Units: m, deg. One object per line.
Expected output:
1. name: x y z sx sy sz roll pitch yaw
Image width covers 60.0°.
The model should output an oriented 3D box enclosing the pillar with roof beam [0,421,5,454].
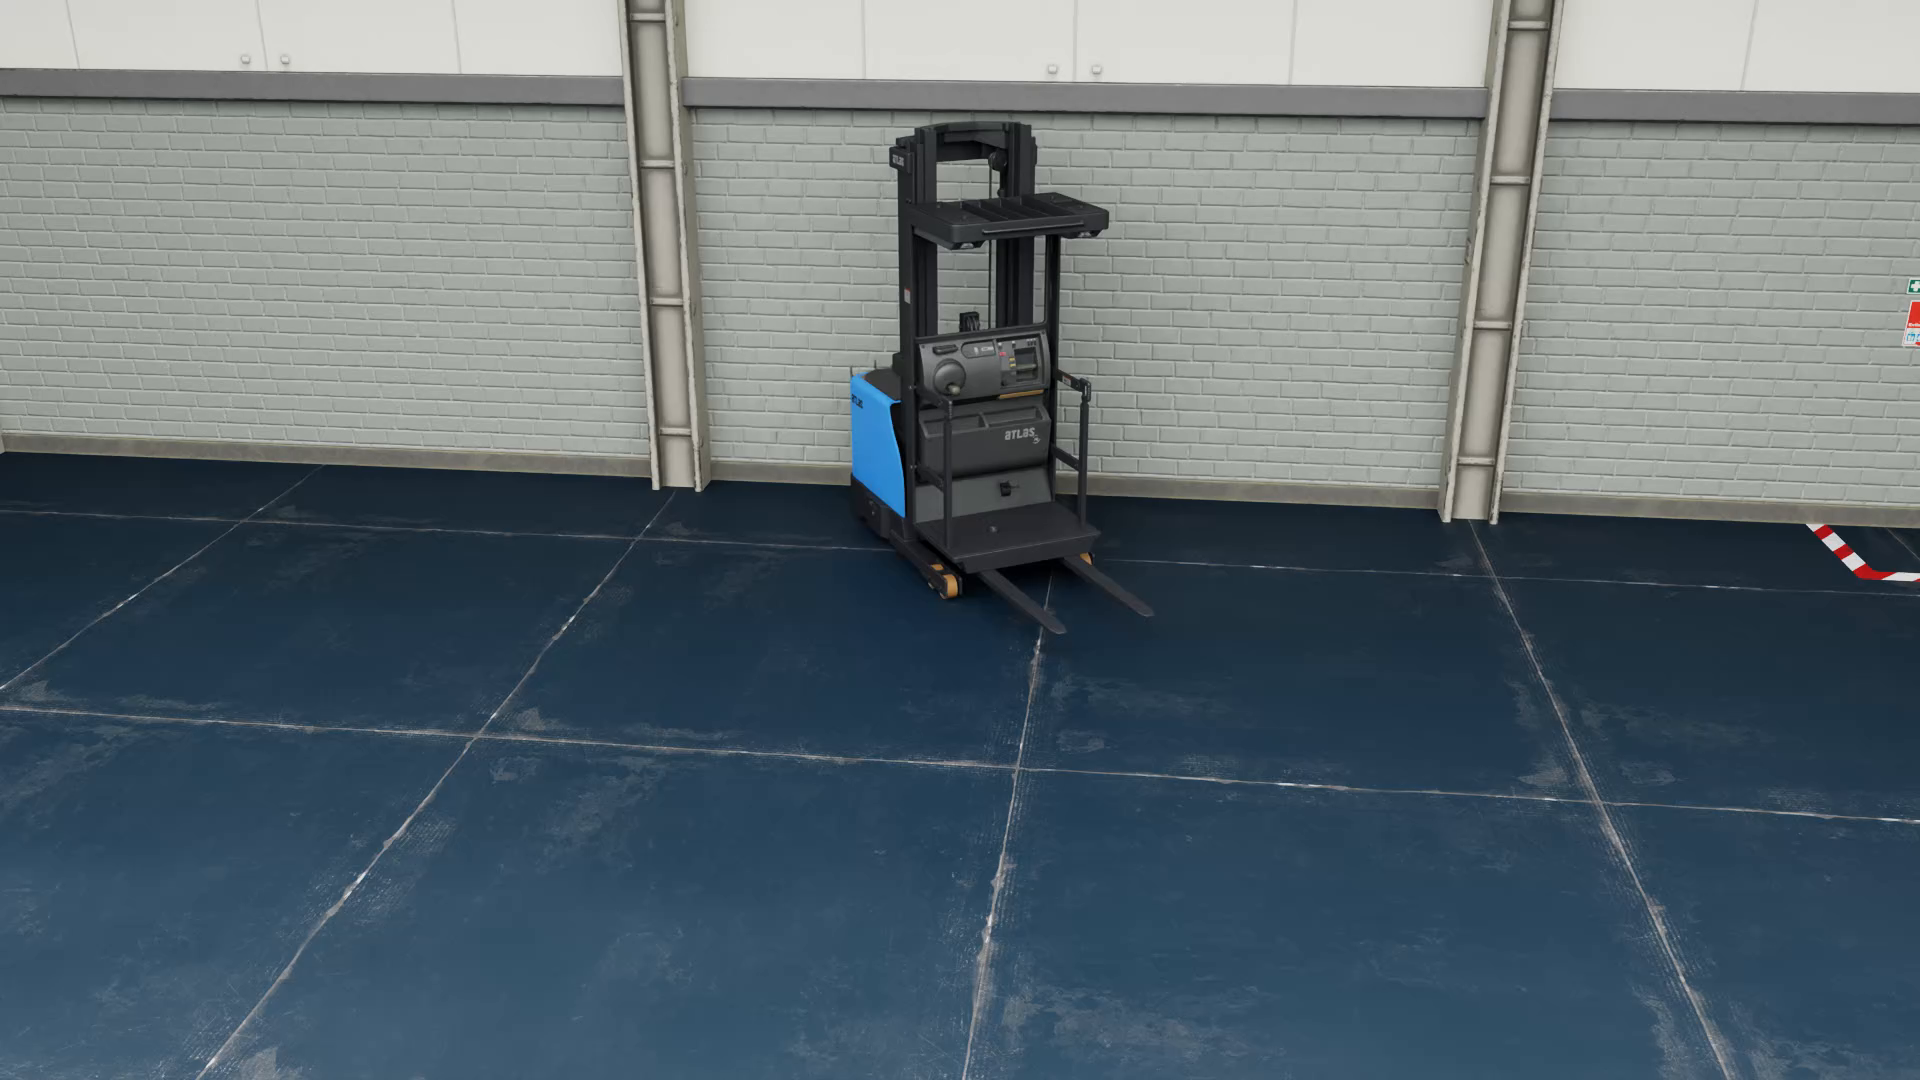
1. pillar with roof beam: -8.645 -3.314 8.082 0.400 9.000 9.100 2 22 6

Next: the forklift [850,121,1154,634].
1. forklift: 0.259 -1.154 10.872 1.130 2.935 3.031 -10 23 -23

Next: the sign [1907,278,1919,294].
1. sign: 6.754 -1.759 11.539 0.331 0.109 0.001 2 22 6

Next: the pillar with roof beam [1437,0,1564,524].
1. pillar with roof beam: 3.272 -2.794 6.768 0.400 9.000 9.100 2 22 6

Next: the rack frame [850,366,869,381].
1. rack frame: -0.740 -0.777 12.476 0.200 1.050 0.008 20 30 41

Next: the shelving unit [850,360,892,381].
1. shelving unit: -0.654 -0.811 12.556 0.215 1.050 0.252 20 30 41

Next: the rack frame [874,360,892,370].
1. rack frame: -0.569 -0.844 12.636 0.200 1.050 0.008 20 30 41

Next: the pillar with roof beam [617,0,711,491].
1. pillar with roof beam: -2.687 -3.054 7.425 0.400 9.000 9.100 2 22 6

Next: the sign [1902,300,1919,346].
1. sign: 6.750 -1.516 11.645 0.234 0.329 0.001 2 22 6
